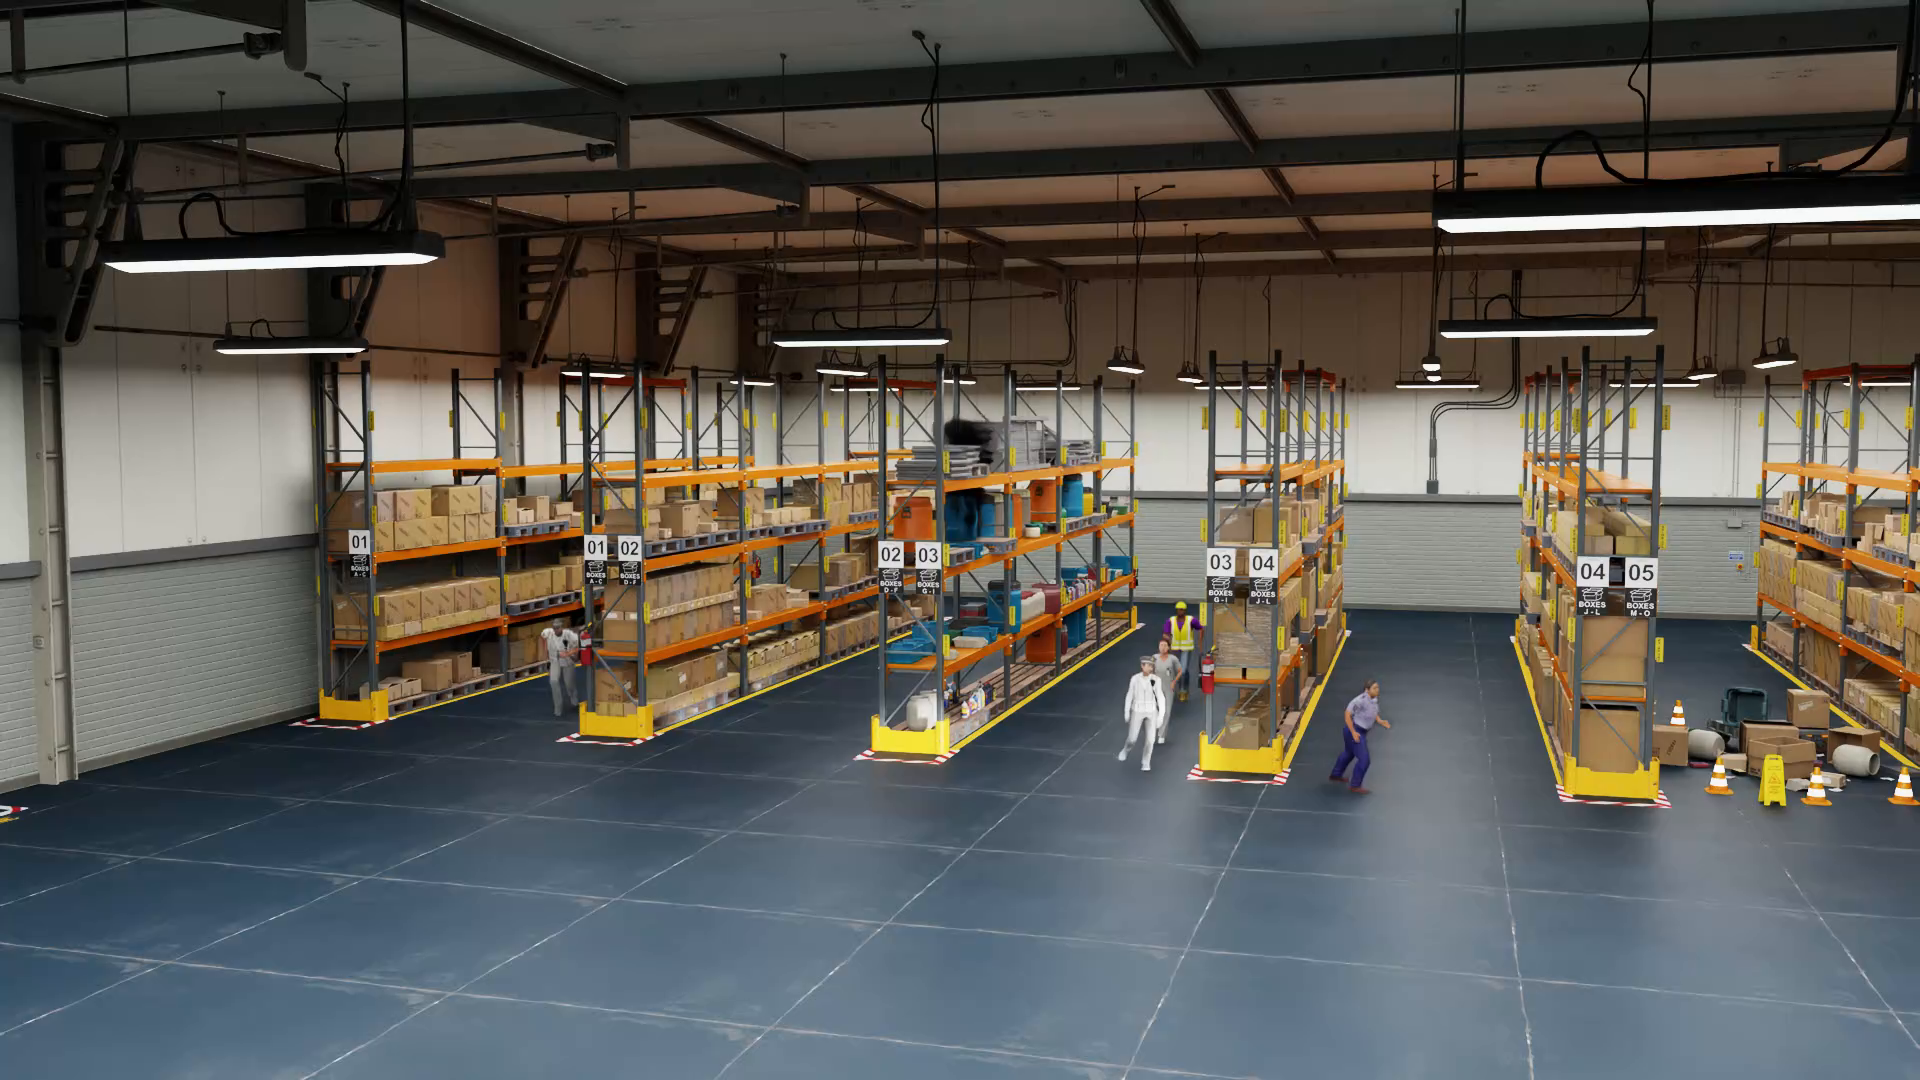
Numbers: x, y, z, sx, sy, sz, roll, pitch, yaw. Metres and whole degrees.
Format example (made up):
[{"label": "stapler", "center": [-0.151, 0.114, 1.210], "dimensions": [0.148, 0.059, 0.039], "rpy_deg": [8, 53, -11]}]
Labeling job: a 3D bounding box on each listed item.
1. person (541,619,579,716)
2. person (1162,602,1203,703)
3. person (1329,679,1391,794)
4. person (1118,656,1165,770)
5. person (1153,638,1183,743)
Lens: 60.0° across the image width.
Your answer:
[{"label": "person", "center": [-6.827, 2.163, 28.611], "dimensions": [0.714, 1.729, 1.006], "rpy_deg": [0, 4, 4]}, {"label": "person", "center": [3.965, 2.001, 29.757], "dimensions": [0.677, 1.812, 0.826], "rpy_deg": [2, 4, 22]}, {"label": "person", "center": [5.392, 2.627, 22.537], "dimensions": [0.869, 1.571, 0.673], "rpy_deg": [3, 5, 31]}, {"label": "person", "center": [2.597, 2.458, 23.845], "dimensions": [0.648, 1.645, 0.567], "rpy_deg": [0, 4, 3]}, {"label": "person", "center": [3.204, 2.345, 26.123], "dimensions": [0.574, 1.618, 0.616], "rpy_deg": [0, 4, 5]}]
